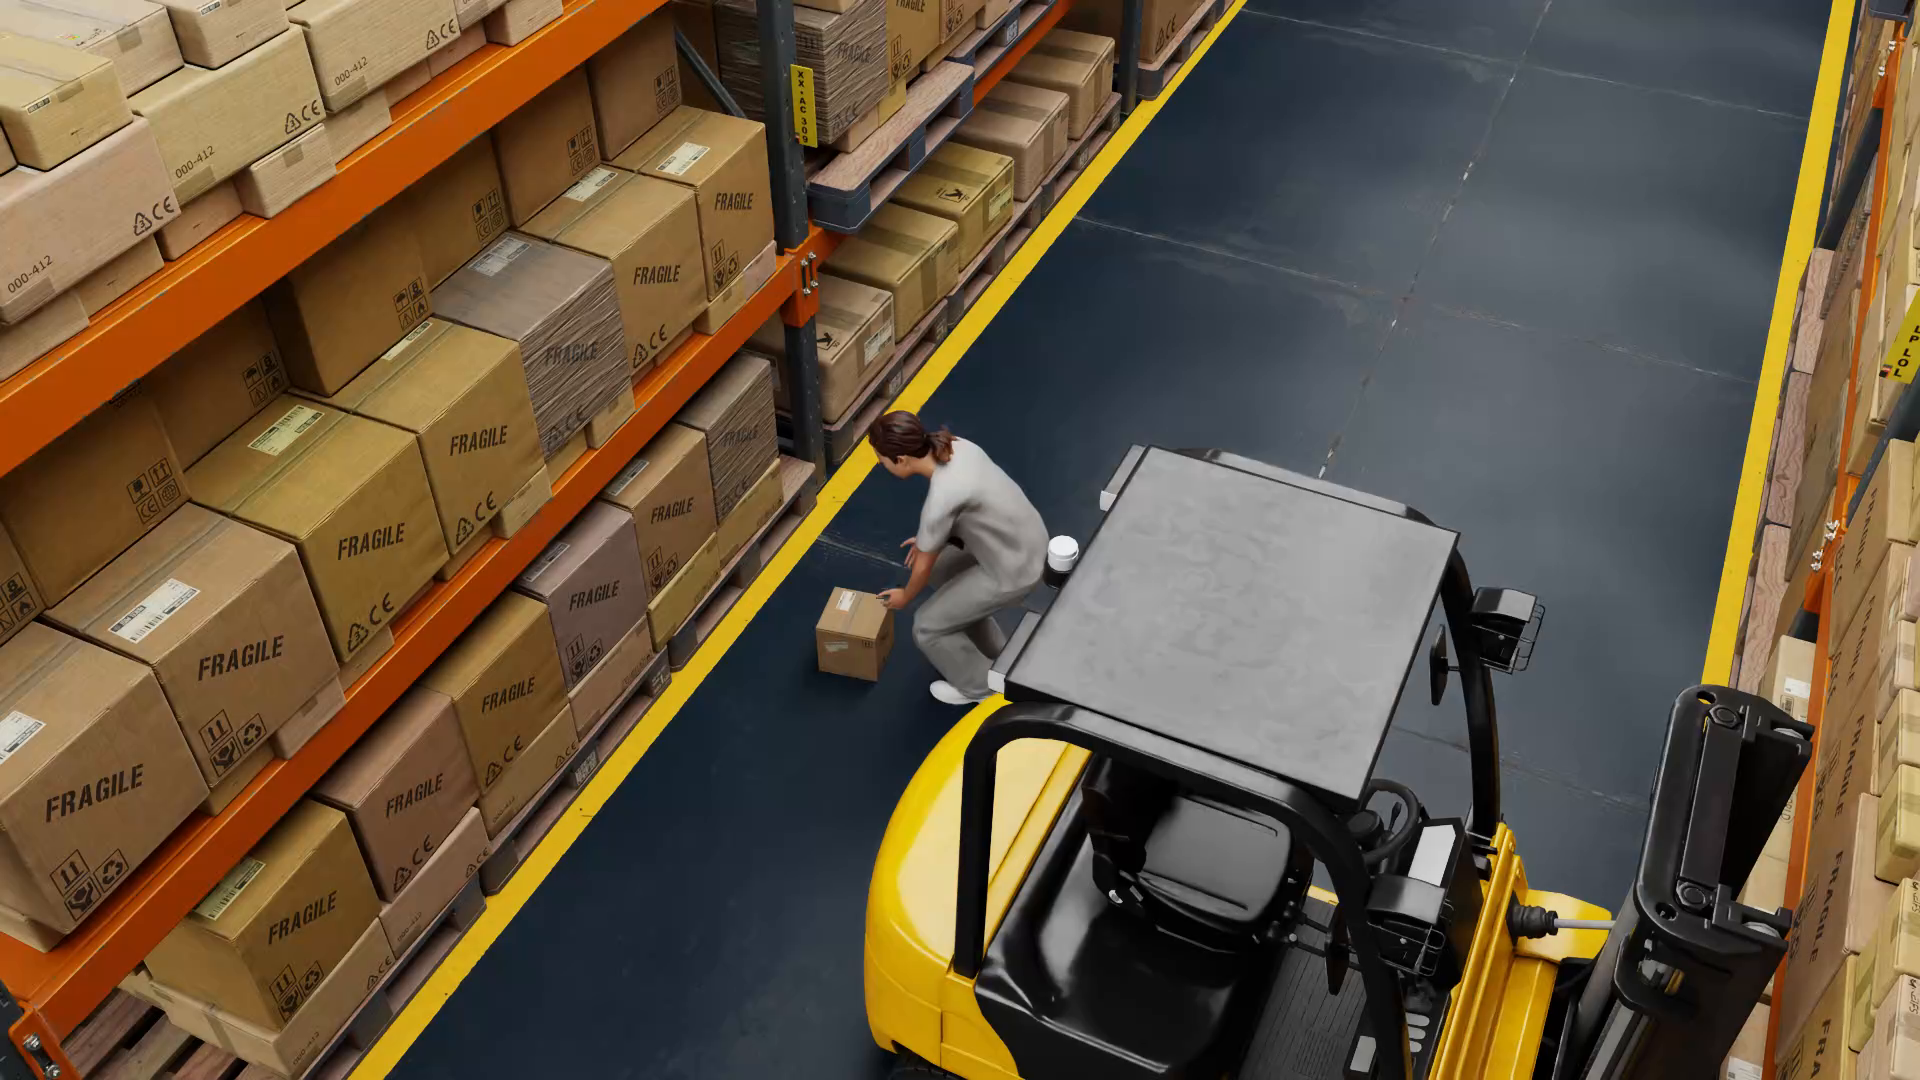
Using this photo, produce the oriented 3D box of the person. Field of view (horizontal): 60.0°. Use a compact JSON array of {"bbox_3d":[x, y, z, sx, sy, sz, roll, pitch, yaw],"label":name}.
[{"bbox_3d":[-0.002,0.081,6.330,0.667,1.333,0.491,9,43,10],"label":"person"}]
